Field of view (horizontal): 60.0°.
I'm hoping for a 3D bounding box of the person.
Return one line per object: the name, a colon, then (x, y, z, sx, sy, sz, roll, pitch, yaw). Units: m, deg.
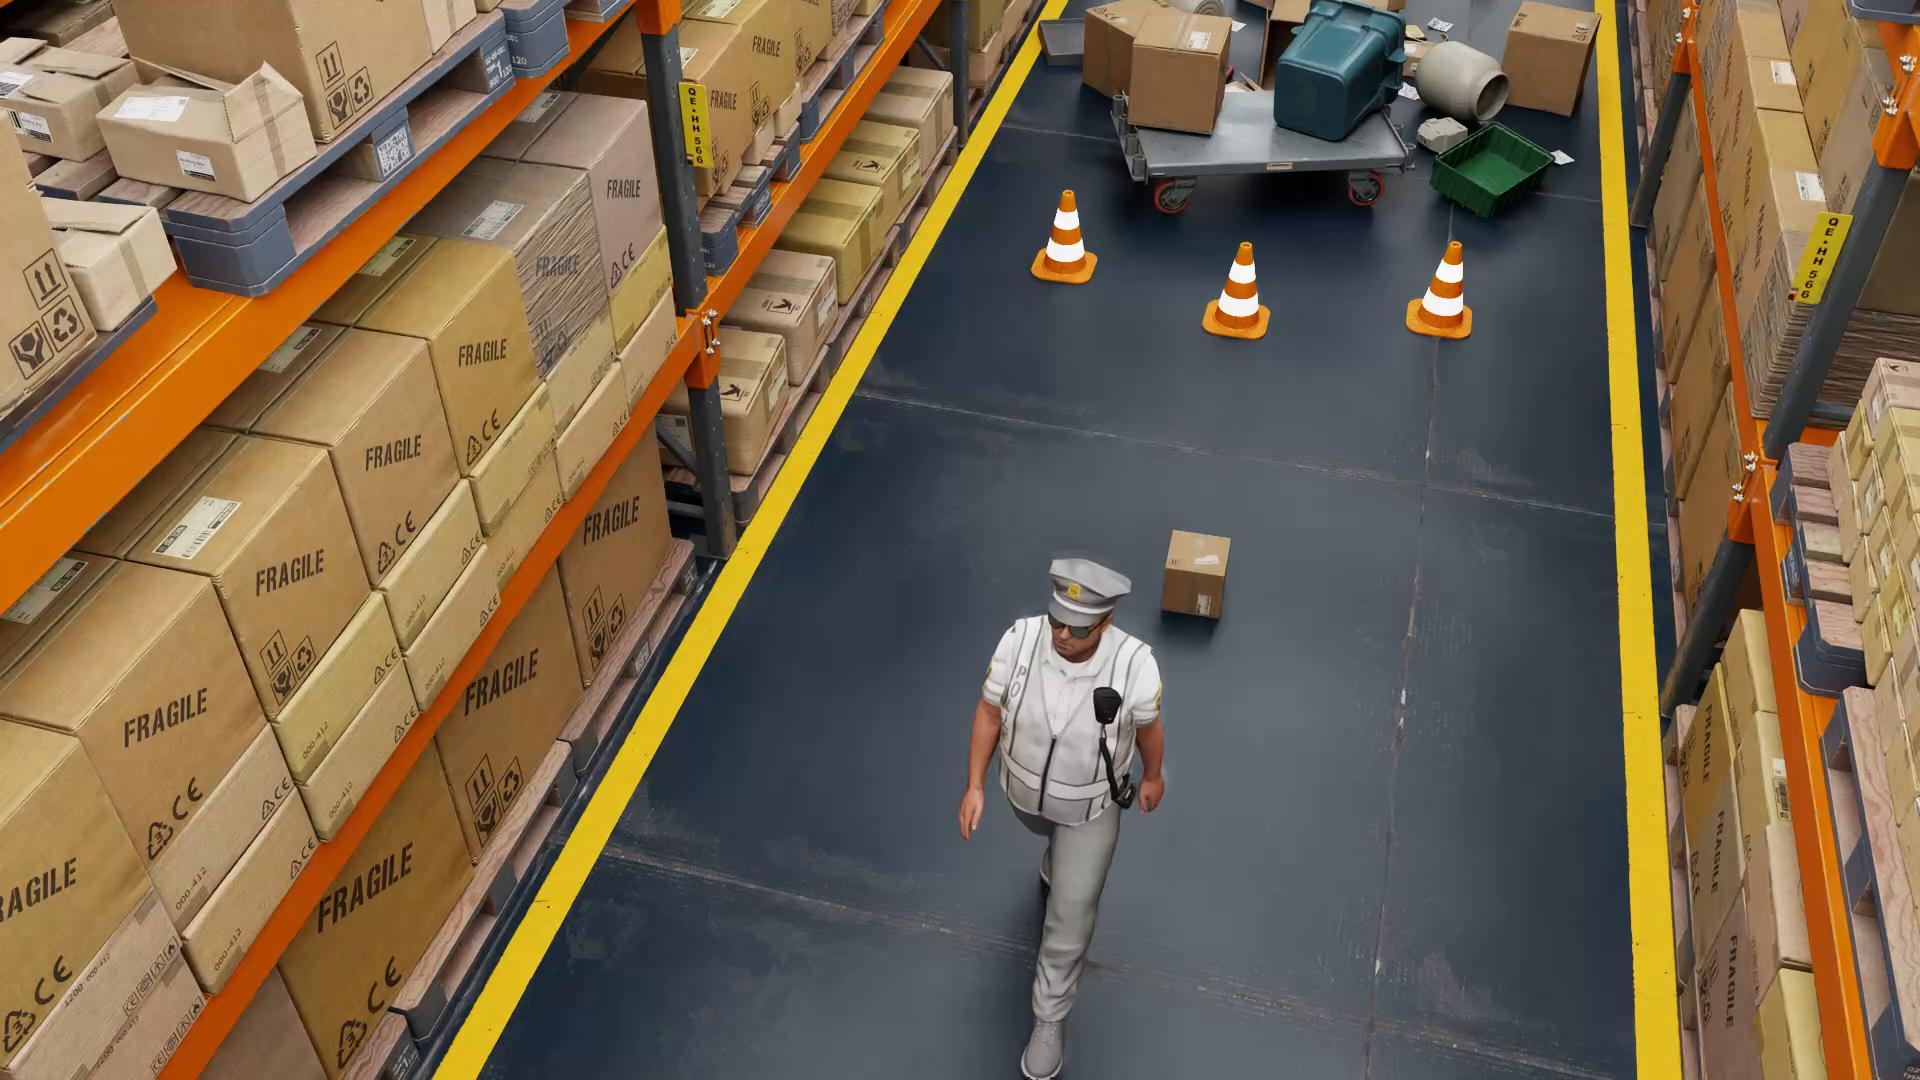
person: (0.305, 0.773, 5.232, 0.573, 1.711, 1.077, 17, 44, 19)
